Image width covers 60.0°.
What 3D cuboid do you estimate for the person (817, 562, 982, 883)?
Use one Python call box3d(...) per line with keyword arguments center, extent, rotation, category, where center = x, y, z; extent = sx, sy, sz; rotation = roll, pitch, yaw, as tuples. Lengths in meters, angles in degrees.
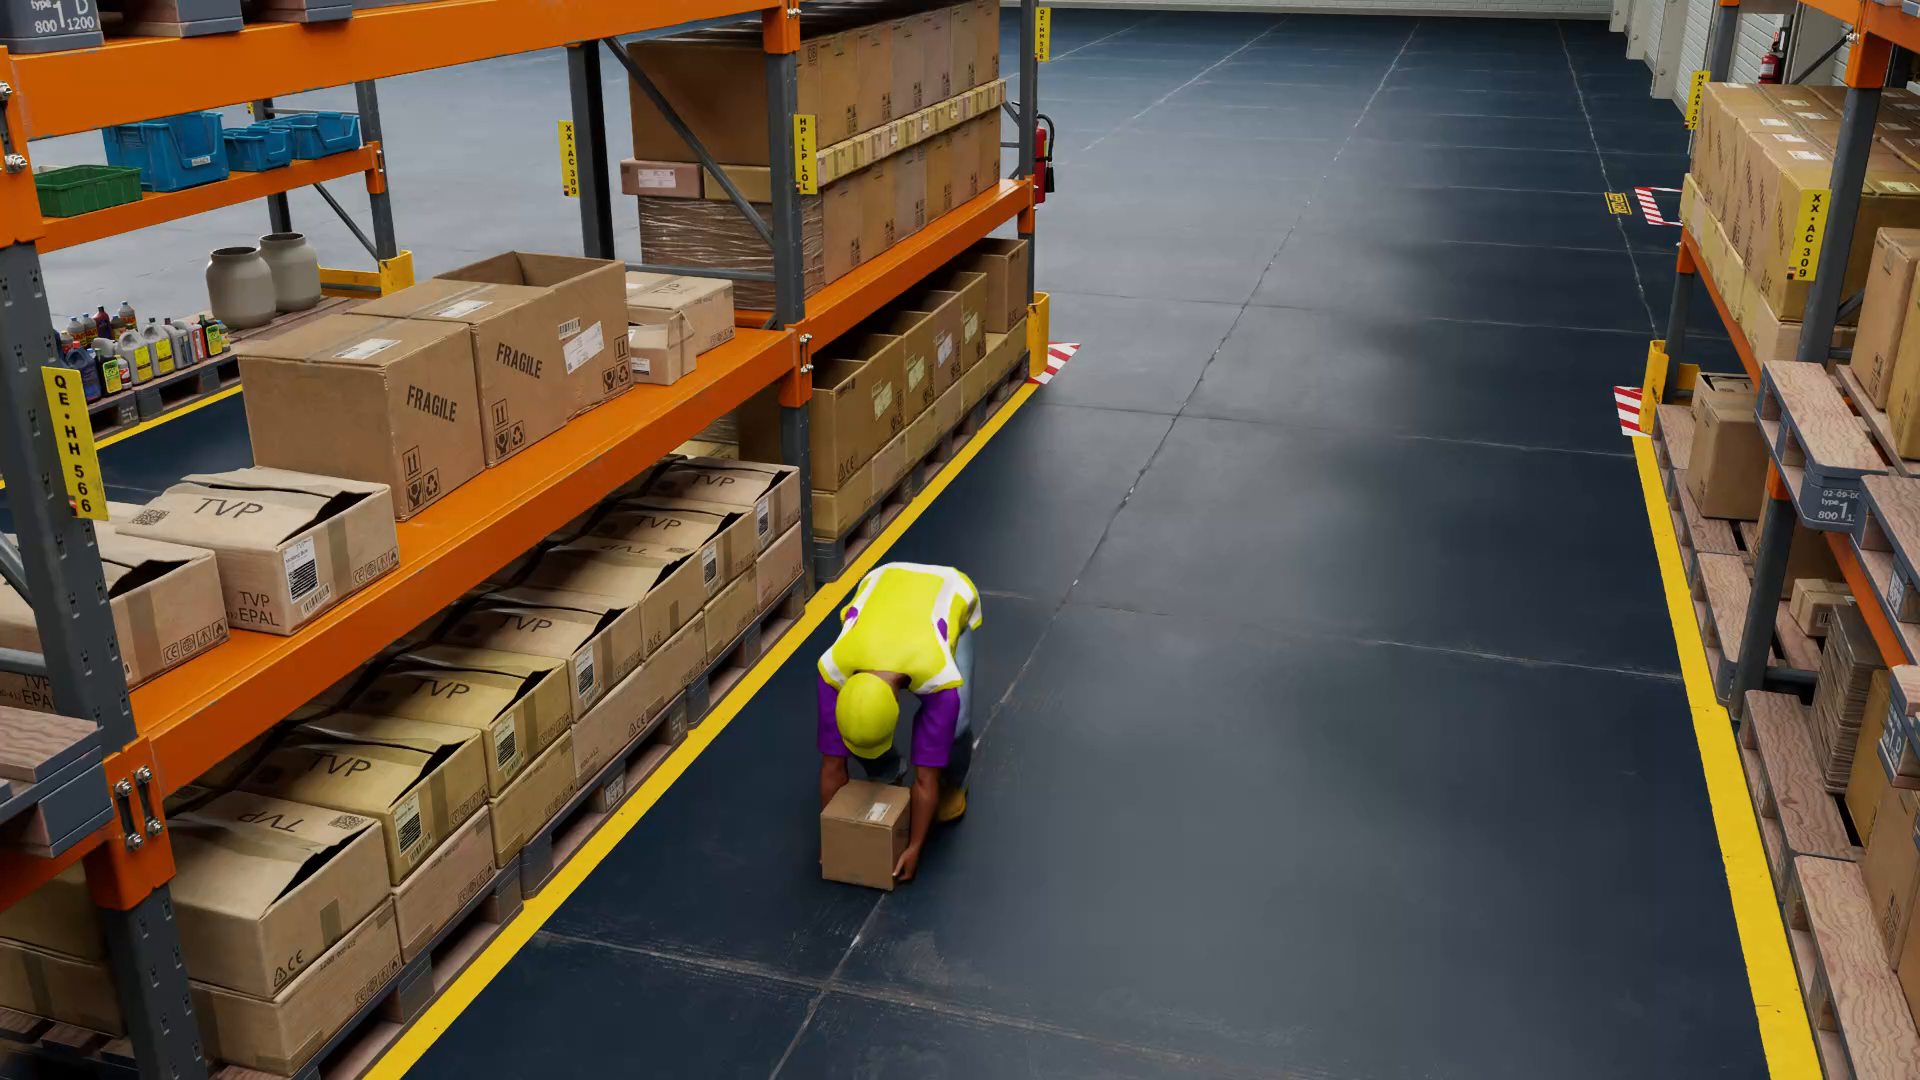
box3d(center=(-0.204, 0.598, 5.742), extent=(0.503, 0.907, 0.977), rotation=(6, 22, 14), category="person")
